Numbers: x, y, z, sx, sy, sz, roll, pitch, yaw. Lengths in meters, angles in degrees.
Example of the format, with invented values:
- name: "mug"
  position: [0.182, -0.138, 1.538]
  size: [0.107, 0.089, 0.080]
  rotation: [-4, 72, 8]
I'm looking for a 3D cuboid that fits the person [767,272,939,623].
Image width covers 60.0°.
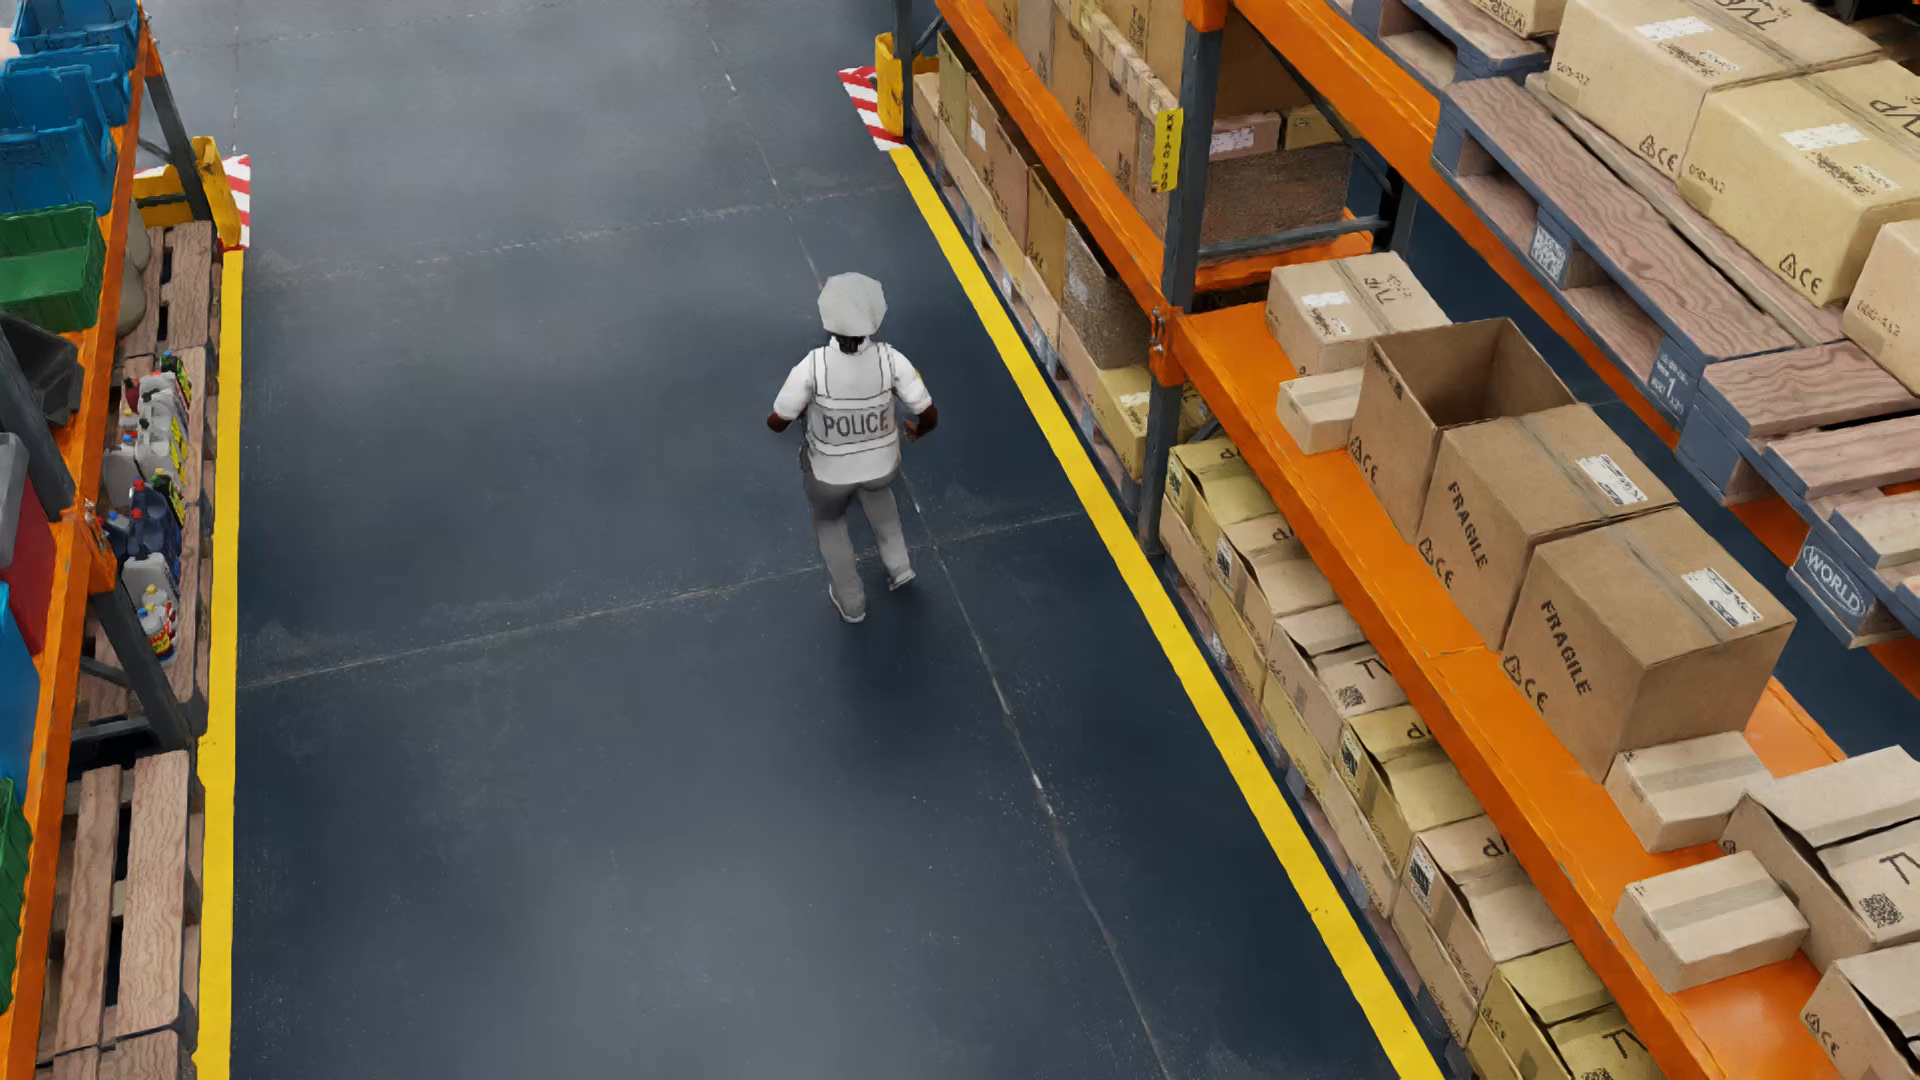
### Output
- name: "person"
  position: [-0.447, -0.361, 6.560]
  size: [0.640, 1.663, 0.505]
  rotation: [-15, 45, -16]
